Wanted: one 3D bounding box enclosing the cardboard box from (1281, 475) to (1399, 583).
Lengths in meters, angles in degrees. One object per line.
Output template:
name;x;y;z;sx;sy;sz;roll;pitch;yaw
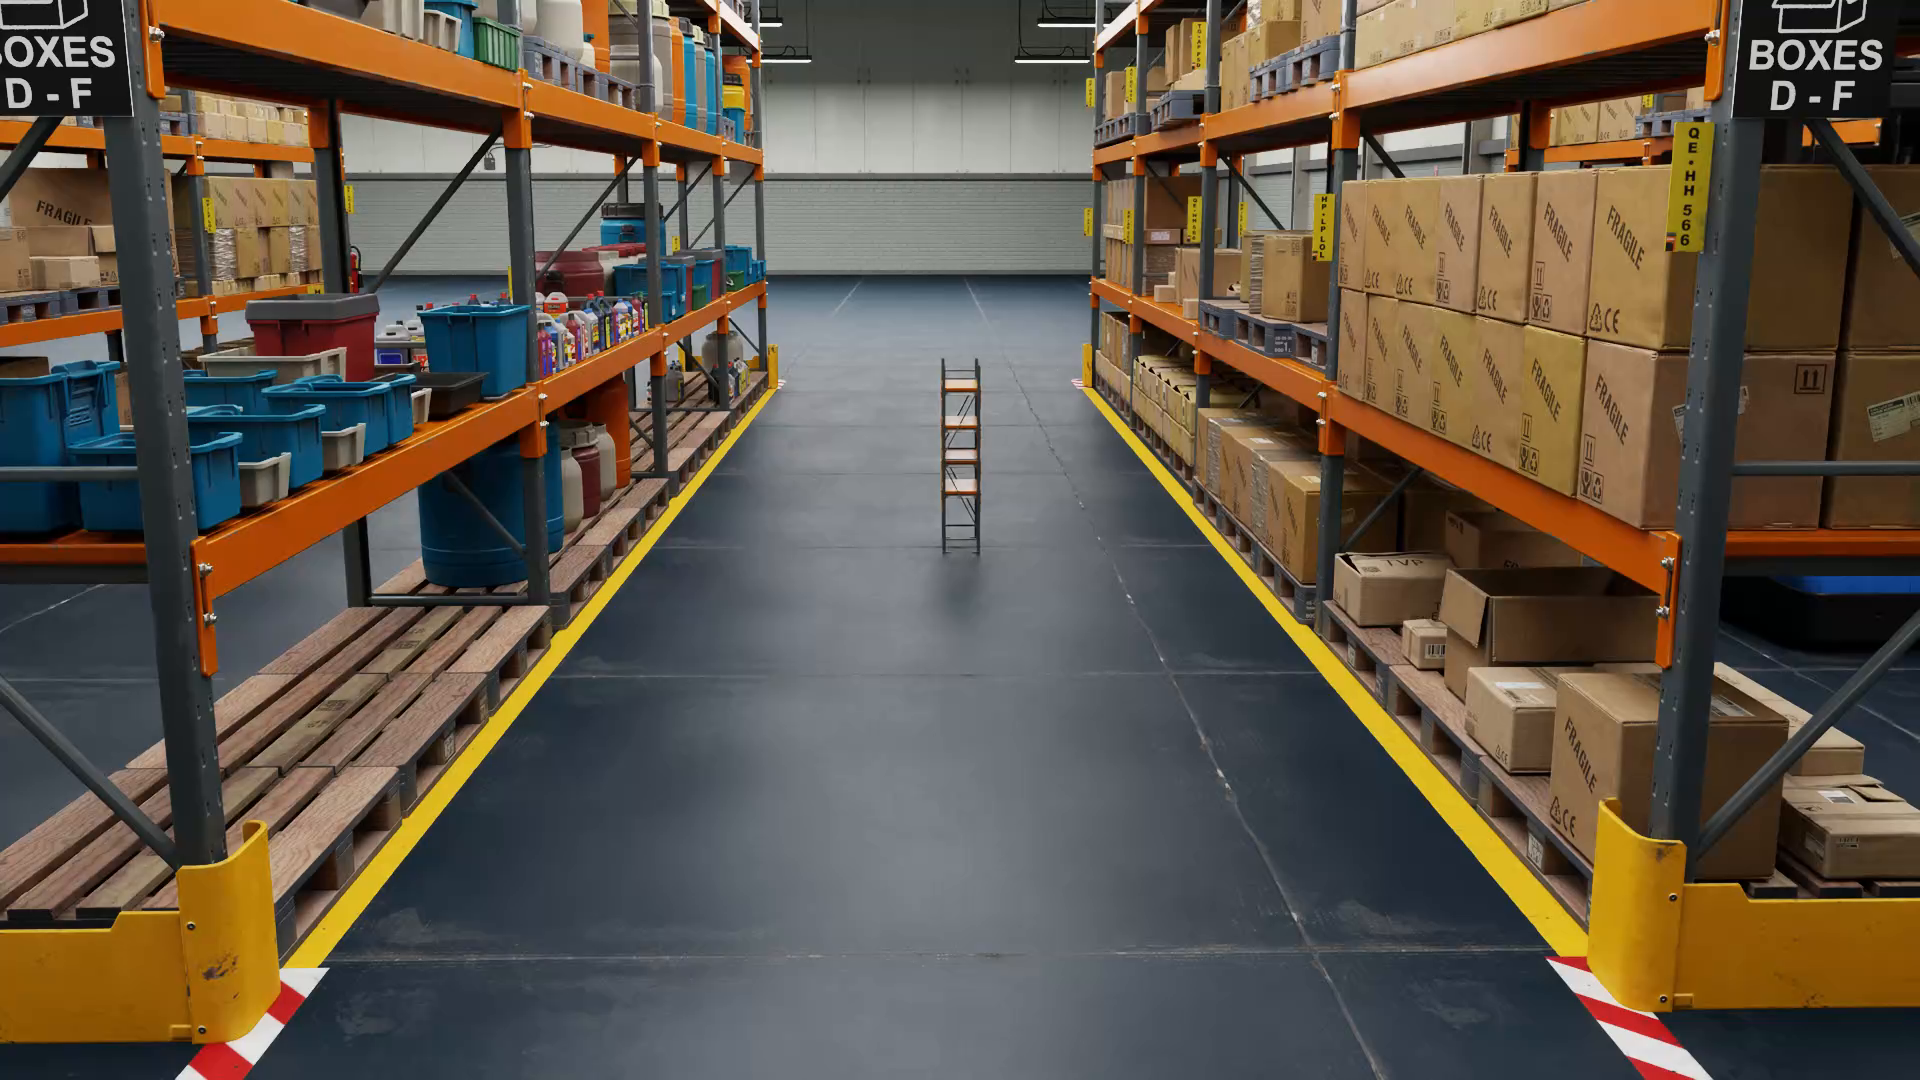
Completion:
cardboard box;2.051;-0.065;9.015;0.500;0.500;0.500;0;11;-1

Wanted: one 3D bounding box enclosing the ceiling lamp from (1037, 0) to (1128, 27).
ceiling lamp;2.620;-12.413;34.932;2.000;3.185;0.800;0;11;-1

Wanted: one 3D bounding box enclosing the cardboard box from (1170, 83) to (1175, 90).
cardboard box;2.185;-4.048;15.243;0.500;0.250;0.500;1;12;5

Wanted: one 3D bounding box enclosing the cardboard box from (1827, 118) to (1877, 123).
cardboard box;6.933;-3.372;12.765;0.500;0.311;0.500;0;11;-1

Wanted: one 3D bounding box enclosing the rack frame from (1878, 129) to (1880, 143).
rack frame;7.217;-1.794;12.356;1.000;3.000;0.127;0;11;-1

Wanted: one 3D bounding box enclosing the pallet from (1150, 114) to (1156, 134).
pallet;2.213;-3.769;15.028;0.805;0.209;1.217;-1;11;-3

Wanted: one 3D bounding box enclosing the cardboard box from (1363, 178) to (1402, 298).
cardboard box;2.087;-1.319;7.251;0.500;0.500;0.500;-1;11;-3

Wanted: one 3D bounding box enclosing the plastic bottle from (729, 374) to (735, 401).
plastic bottle;-2.372;-1.558;16.939;0.152;0.276;0.135;0;11;1

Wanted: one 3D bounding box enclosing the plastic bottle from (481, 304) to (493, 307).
plastic bottle;-2.973;-1.329;10.379;0.152;0.276;0.135;0;11;-1

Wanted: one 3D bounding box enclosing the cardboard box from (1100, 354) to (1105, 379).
cardboard box;1.902;-2.014;19.303;0.500;0.250;0.500;0;11;-1

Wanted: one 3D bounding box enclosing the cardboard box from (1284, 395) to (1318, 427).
cardboard box;2.524;-0.935;11.416;0.500;0.250;0.500;0;11;1

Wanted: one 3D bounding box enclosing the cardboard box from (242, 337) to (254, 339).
cardboard box;-7.762;-2.061;18.903;0.500;0.500;0.500;3;12;14

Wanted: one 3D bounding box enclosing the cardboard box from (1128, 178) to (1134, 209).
cardboard box;2.145;-3.541;17.453;0.700;0.500;0.500;0;11;-1

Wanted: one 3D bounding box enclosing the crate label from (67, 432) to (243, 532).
crate label;-2.198;-0.161;4.576;0.416;0.233;0.303;0;11;-1

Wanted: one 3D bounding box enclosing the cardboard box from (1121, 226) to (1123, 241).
cardboard box;1.929;-3.293;17.864;0.380;0.149;0.250;0;11;1

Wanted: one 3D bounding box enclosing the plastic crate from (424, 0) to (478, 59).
plastic crate;-2.267;-2.166;7.069;0.416;0.233;0.300;0;11;-1

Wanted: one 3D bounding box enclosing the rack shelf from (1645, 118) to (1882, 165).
rack shelf;7.176;-3.309;14.089;1.077;0.370;4.000;0;11;-1

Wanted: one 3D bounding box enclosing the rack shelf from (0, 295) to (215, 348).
rack shelf;-7.681;-1.778;14.086;1.077;0.370;4.000;0;11;-1

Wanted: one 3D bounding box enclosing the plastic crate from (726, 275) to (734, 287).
plastic crate;-2.654;-2.622;16.597;0.767;0.338;0.504;0;11;-1

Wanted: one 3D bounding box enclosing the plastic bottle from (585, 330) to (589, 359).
plastic bottle;-2.228;-1.161;9.739;0.097;0.201;0.097;0;11;0

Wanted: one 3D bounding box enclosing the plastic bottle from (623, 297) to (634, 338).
plastic bottle;-2.260;-1.504;11.250;0.097;0.271;0.097;0;11;0

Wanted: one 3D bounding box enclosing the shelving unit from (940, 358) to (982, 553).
shelving unit;0.003;-0.555;10.778;0.258;1.200;0.503;0;11;-1

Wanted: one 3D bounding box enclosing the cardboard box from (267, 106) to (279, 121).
cardboard box;-7.508;-4.548;17.761;0.380;0.149;0.250;-1;11;-4

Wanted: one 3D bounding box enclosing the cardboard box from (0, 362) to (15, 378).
cardboard box;-7.683;-1.224;12.841;0.500;0.250;0.500;0;11;1

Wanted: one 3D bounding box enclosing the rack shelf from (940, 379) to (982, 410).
rack shelf;0.003;-0.940;10.699;0.258;0.148;0.480;0;11;-1

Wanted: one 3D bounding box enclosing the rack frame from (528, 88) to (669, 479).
rack frame;-2.687;-1.753;12.156;1.000;3.000;0.127;0;11;-1

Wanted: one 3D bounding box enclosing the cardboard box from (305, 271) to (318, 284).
cardboard box;-7.541;-2.995;18.910;0.380;0.149;0.250;0;11;-1

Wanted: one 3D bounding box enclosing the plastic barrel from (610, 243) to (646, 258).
plastic barrel;-2.970;-2.424;15.120;0.433;0.535;0.433;0;11;0

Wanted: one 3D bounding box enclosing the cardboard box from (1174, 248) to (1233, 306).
cardboard box;2.193;-2.359;14.893;0.500;0.500;0.500;1;11;3

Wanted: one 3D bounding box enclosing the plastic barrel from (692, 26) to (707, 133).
plastic barrel;-2.529;-4.034;14.592;0.600;0.901;0.600;0;11;0

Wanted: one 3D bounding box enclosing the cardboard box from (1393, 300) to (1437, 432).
cardboard box;2.108;-0.723;6.826;0.500;0.500;0.500;0;11;-1

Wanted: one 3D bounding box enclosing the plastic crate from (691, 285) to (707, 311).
plastic crate;-2.452;-2.099;14.395;0.450;0.188;0.662;0;11;-1

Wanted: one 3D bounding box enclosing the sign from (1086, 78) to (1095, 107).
sign;1.545;-5.299;19.692;0.100;0.325;0.005;0;11;-1

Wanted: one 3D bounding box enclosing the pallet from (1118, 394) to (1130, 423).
pallet;2.208;-1.359;17.229;1.003;0.211;1.213;0;11;-1

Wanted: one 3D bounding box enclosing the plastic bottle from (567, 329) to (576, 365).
plastic bottle;-2.220;-1.089;9.381;0.097;0.201;0.097;0;11;0

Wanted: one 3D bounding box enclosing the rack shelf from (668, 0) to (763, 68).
rack shelf;-2.811;-5.337;17.549;1.077;0.370;4.000;0;11;-1

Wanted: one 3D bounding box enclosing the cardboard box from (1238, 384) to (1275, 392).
cardboard box;2.528;-1.115;13.462;0.500;0.311;0.500;-1;11;-3

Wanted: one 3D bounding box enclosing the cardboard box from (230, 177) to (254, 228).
cardboard box;-7.489;-3.402;16.772;0.500;0.500;0.500;0;11;-1

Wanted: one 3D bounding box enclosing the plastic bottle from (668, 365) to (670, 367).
plastic bottle;-3.114;-1.732;17.807;0.097;0.271;0.097;0;11;0

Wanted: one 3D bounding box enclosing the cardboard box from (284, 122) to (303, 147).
cardboard box;-7.525;-4.424;18.152;0.500;0.250;0.500;0;11;0

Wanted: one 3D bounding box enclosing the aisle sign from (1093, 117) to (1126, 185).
aisle sign;1.792;-4.649;19.891;0.394;0.787;0.004;0;11;-1

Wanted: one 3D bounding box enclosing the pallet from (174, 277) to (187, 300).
pallet;-7.852;-2.281;15.242;1.003;0.211;1.213;0;11;-1

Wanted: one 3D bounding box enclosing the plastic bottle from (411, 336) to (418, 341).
plastic bottle;-2.908;-0.987;8.881;0.097;0.201;0.097;0;11;0

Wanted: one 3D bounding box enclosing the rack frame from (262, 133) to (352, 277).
rack frame;-7.805;-3.323;19.894;1.000;3.000;0.127;0;11;-1

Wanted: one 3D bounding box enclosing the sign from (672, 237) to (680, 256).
sign;-3.403;-3.478;19.960;0.100;0.325;0.005;0;11;-1

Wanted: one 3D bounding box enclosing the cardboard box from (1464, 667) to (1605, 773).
cardboard box;2.183;0.654;6.103;0.500;0.250;0.500;0;11;-1

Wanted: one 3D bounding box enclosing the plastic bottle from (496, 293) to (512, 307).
plastic bottle;-2.824;-1.361;10.349;0.144;0.351;0.185;0;11;-1

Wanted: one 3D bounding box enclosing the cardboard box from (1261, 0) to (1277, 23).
cardboard box;2.278;-3.594;10.917;0.500;0.500;0.500;0;11;-1

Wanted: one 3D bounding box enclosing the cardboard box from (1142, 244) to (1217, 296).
cardboard box;2.167;-2.705;16.596;0.700;0.500;0.500;-1;11;-3

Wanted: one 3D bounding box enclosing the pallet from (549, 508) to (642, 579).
pallet;-2.607;0.012;10.469;1.003;0.211;1.213;0;11;-1

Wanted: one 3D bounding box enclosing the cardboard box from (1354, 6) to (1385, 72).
cardboard box;2.110;-2.276;7.568;0.500;0.250;0.500;0;11;-1

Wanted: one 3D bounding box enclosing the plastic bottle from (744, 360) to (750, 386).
plastic bottle;-2.356;-1.841;18.316;0.061;0.283;0.133;0;11;0

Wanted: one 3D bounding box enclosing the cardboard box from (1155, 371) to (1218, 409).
cardboard box;1.975;-1.312;14.431;0.500;0.311;0.500;0;11;0

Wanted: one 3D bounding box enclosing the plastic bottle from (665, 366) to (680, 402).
plastic bottle;-2.927;-1.593;16.923;0.144;0.351;0.185;0;11;-1

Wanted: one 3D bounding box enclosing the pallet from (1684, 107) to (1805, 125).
pallet;7.066;-3.638;14.373;1.213;0.211;1.003;0;11;-1

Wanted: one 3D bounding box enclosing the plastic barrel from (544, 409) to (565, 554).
plastic barrel;-2.614;-0.384;9.630;0.600;0.901;0.708;0;11;-1

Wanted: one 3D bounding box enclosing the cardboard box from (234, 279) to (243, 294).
cardboard box;-7.451;-2.548;16.706;0.380;0.149;0.250;0;11;-1

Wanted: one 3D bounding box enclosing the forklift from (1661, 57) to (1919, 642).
forklift;4.623;-1.168;9.443;1.130;2.935;3.031;0;11;-2

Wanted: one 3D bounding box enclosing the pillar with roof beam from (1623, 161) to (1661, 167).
pillar with roof beam;3.627;-6.171;18.843;9.100;9.000;0.400;0;11;-1
